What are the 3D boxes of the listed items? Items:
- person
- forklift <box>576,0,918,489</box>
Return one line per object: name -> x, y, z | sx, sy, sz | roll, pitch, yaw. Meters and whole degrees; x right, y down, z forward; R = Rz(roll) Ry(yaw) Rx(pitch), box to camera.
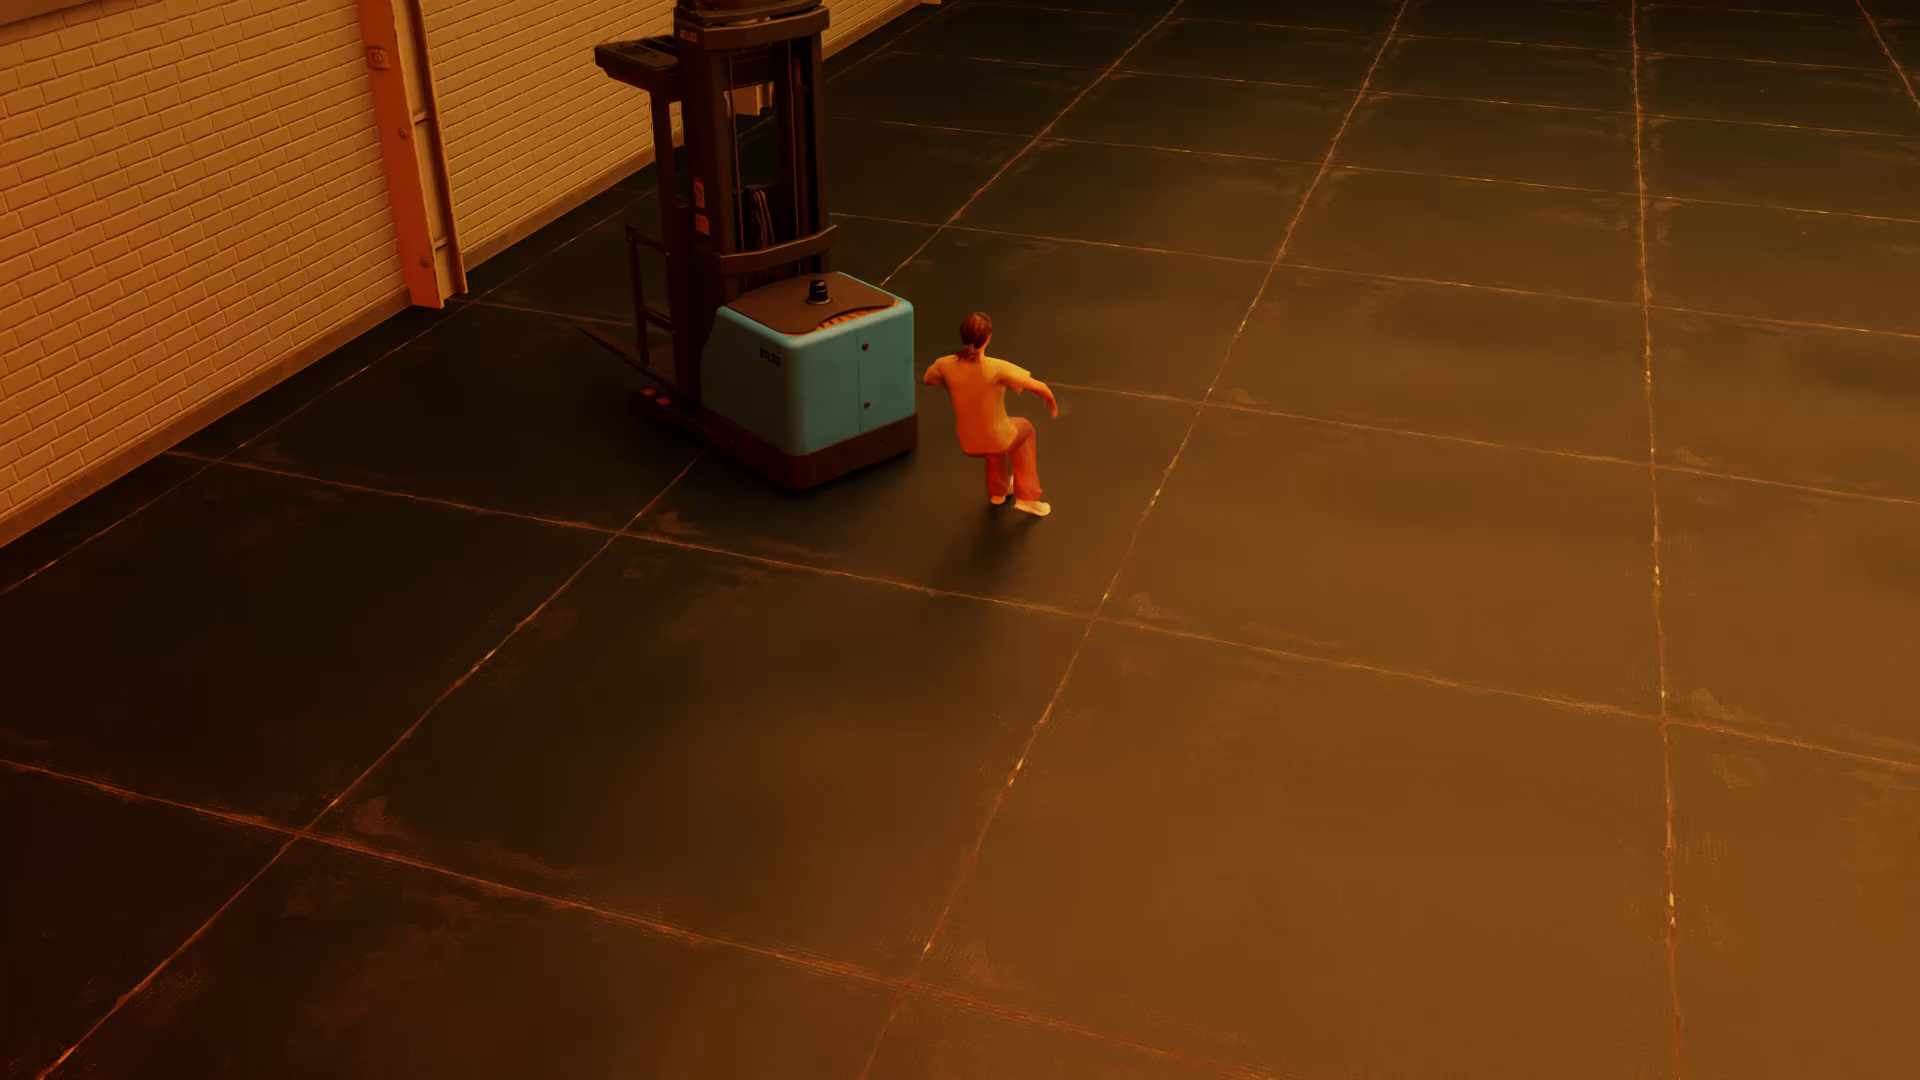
person -> 0.200, -0.776, 10.027 | 0.800, 1.436, 0.835 | 7, 30, 12
forklift -> -1.631, -2.242, 11.069 | 1.130, 2.935, 3.031 | -24, 37, -35
